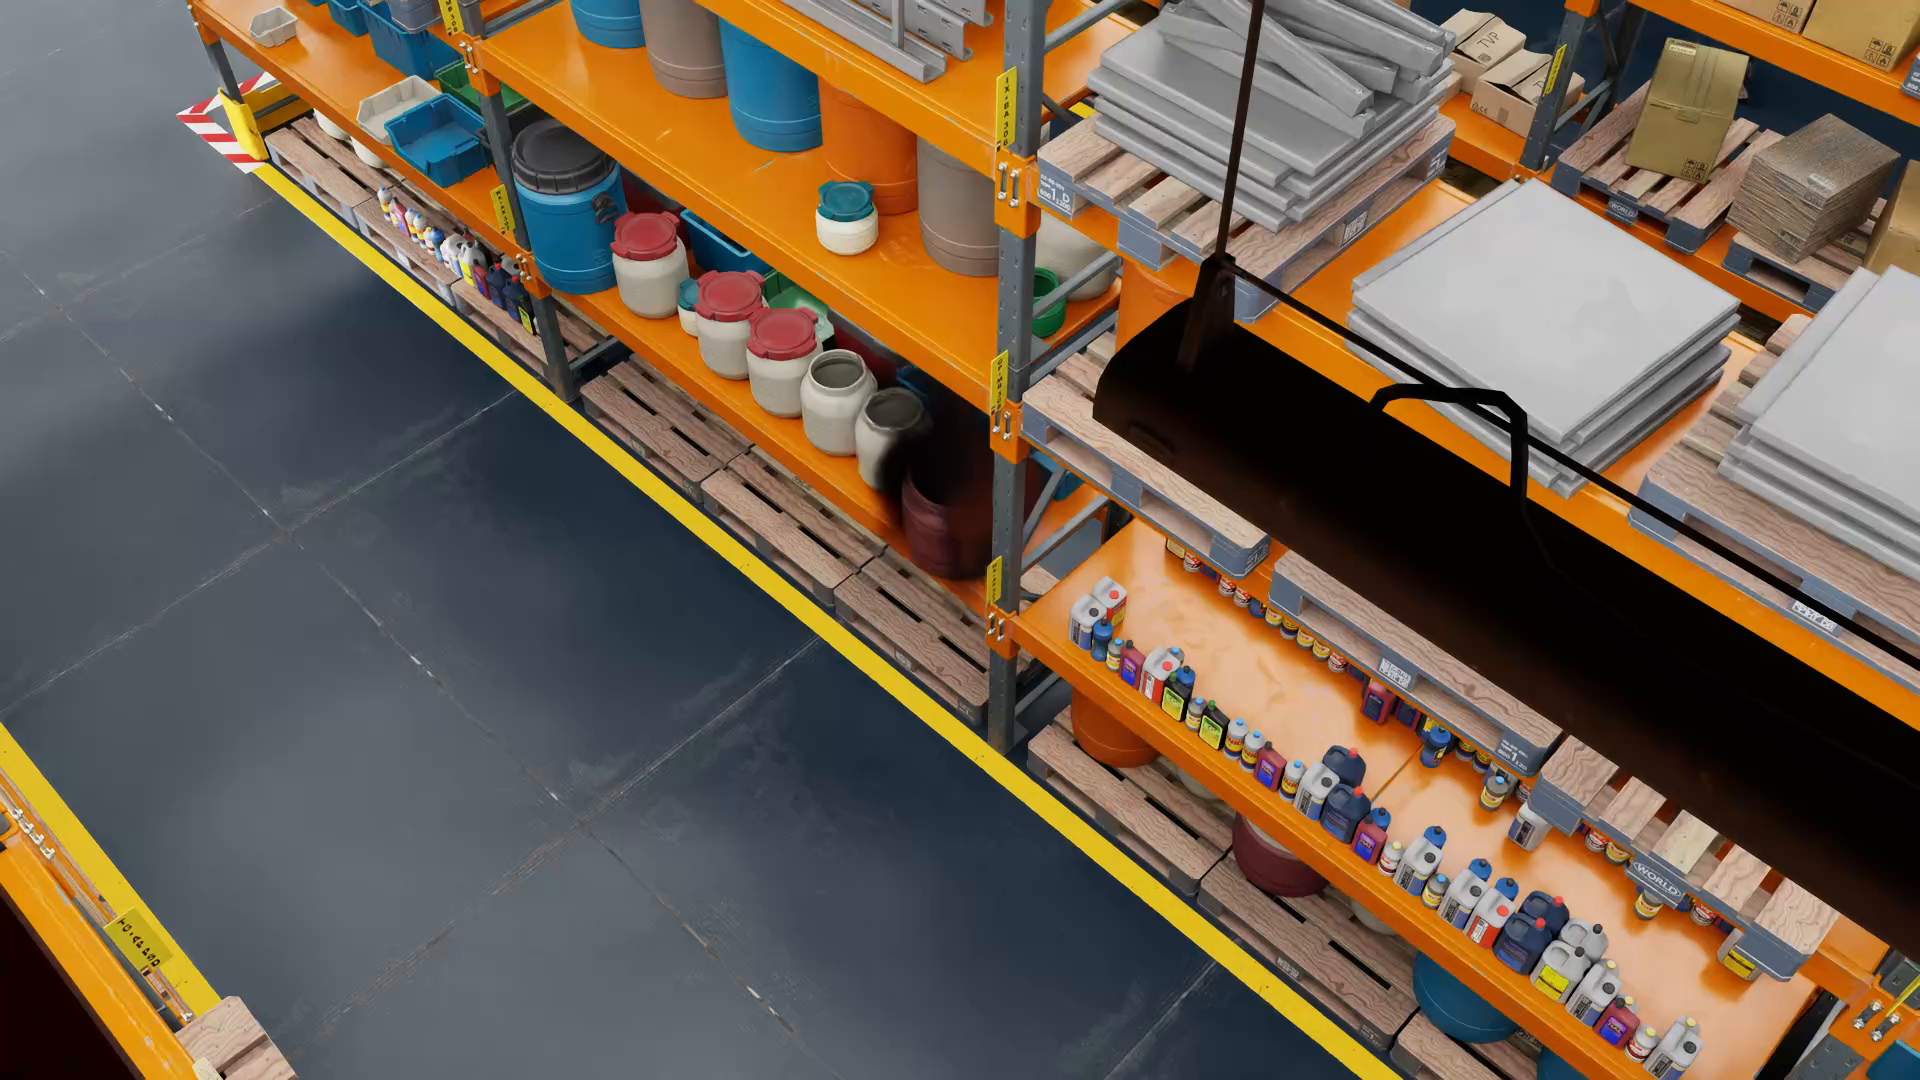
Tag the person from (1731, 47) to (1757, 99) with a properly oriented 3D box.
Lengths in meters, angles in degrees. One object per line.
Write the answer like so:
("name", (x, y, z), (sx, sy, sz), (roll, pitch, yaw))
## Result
("person", (6.282, -4.195, 12.811), (0.438, 1.654, 0.429), (-3, 50, -3))
